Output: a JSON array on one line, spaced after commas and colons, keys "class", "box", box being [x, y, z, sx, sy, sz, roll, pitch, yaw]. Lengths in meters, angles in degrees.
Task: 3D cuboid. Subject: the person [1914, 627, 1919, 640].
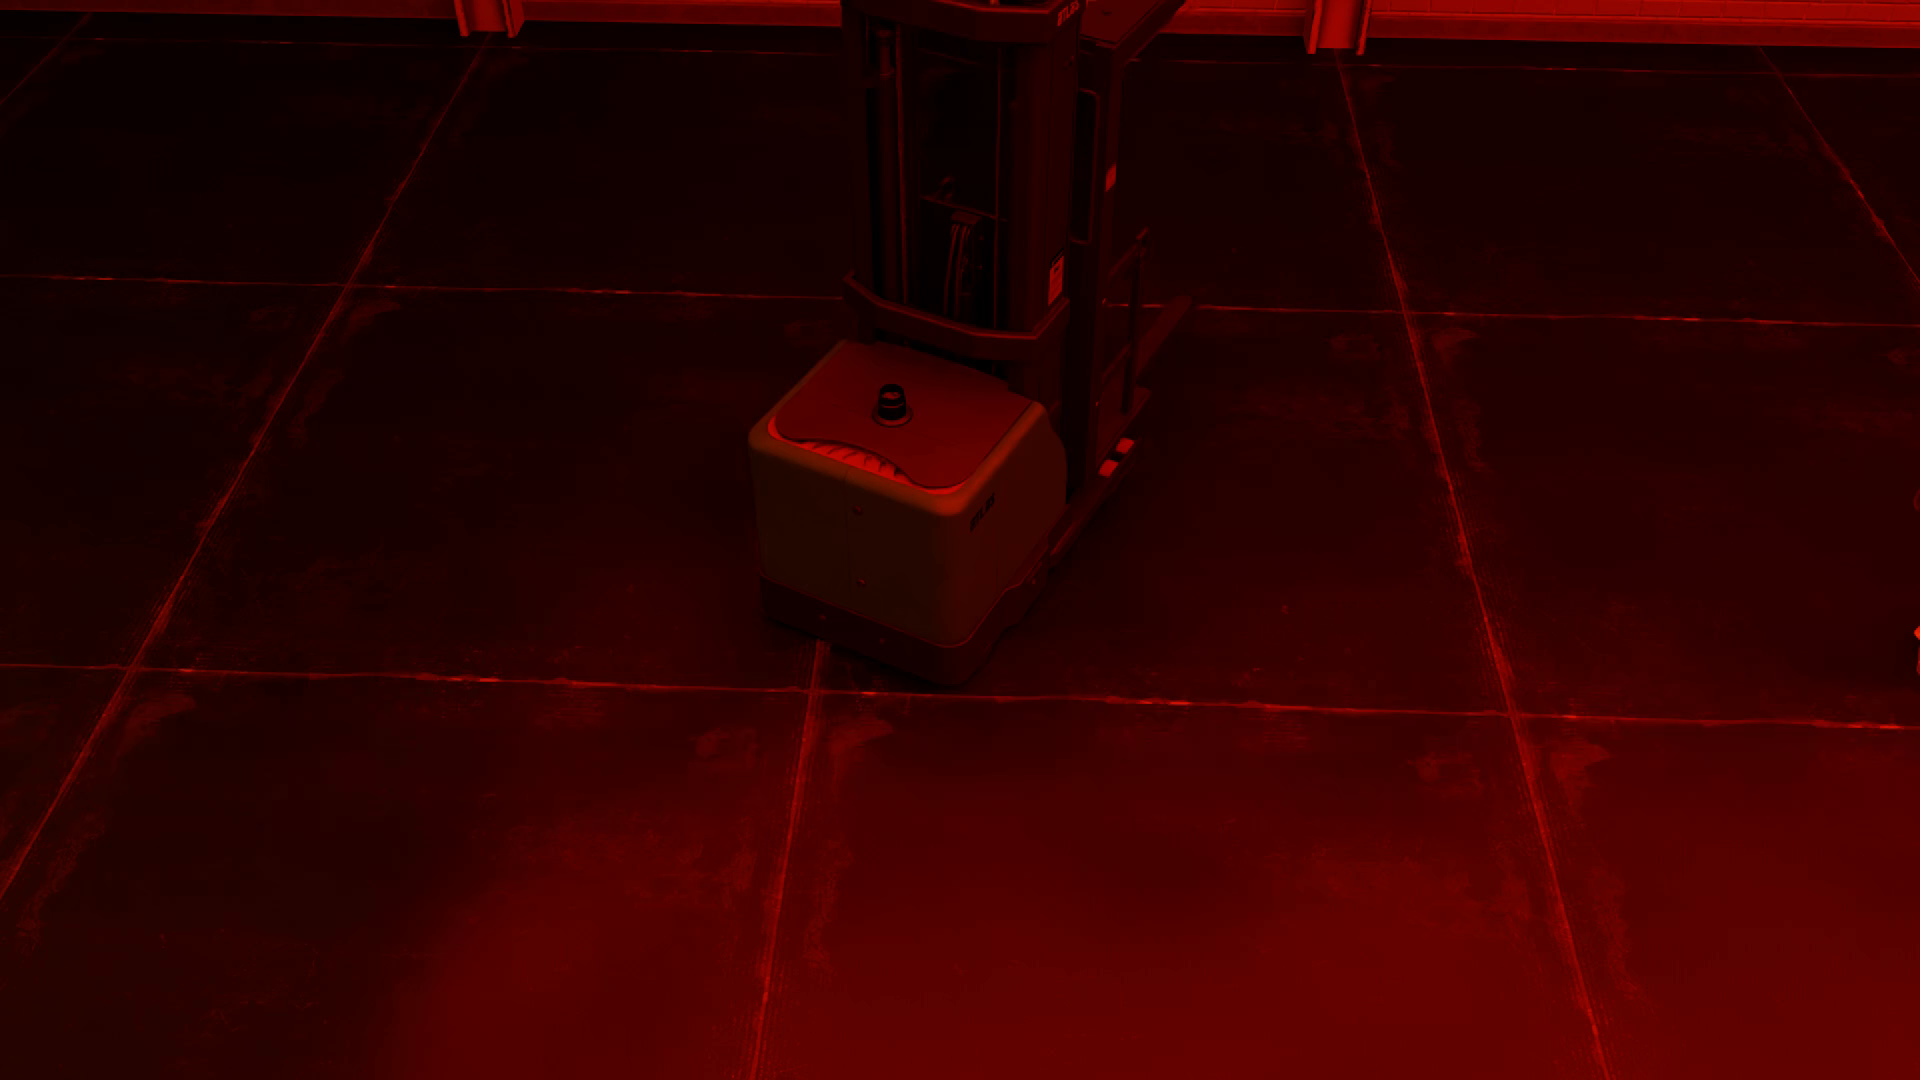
[{"class": "person", "box": [4.498, -0.008, 6.819, 0.526, 1.504, 0.847, -28, 50, -28]}]

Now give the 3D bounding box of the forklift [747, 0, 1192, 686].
[{"class": "forklift", "box": [0.249, -1.445, 7.325, 1.130, 2.935, 3.031, 20, 46, 20]}]
